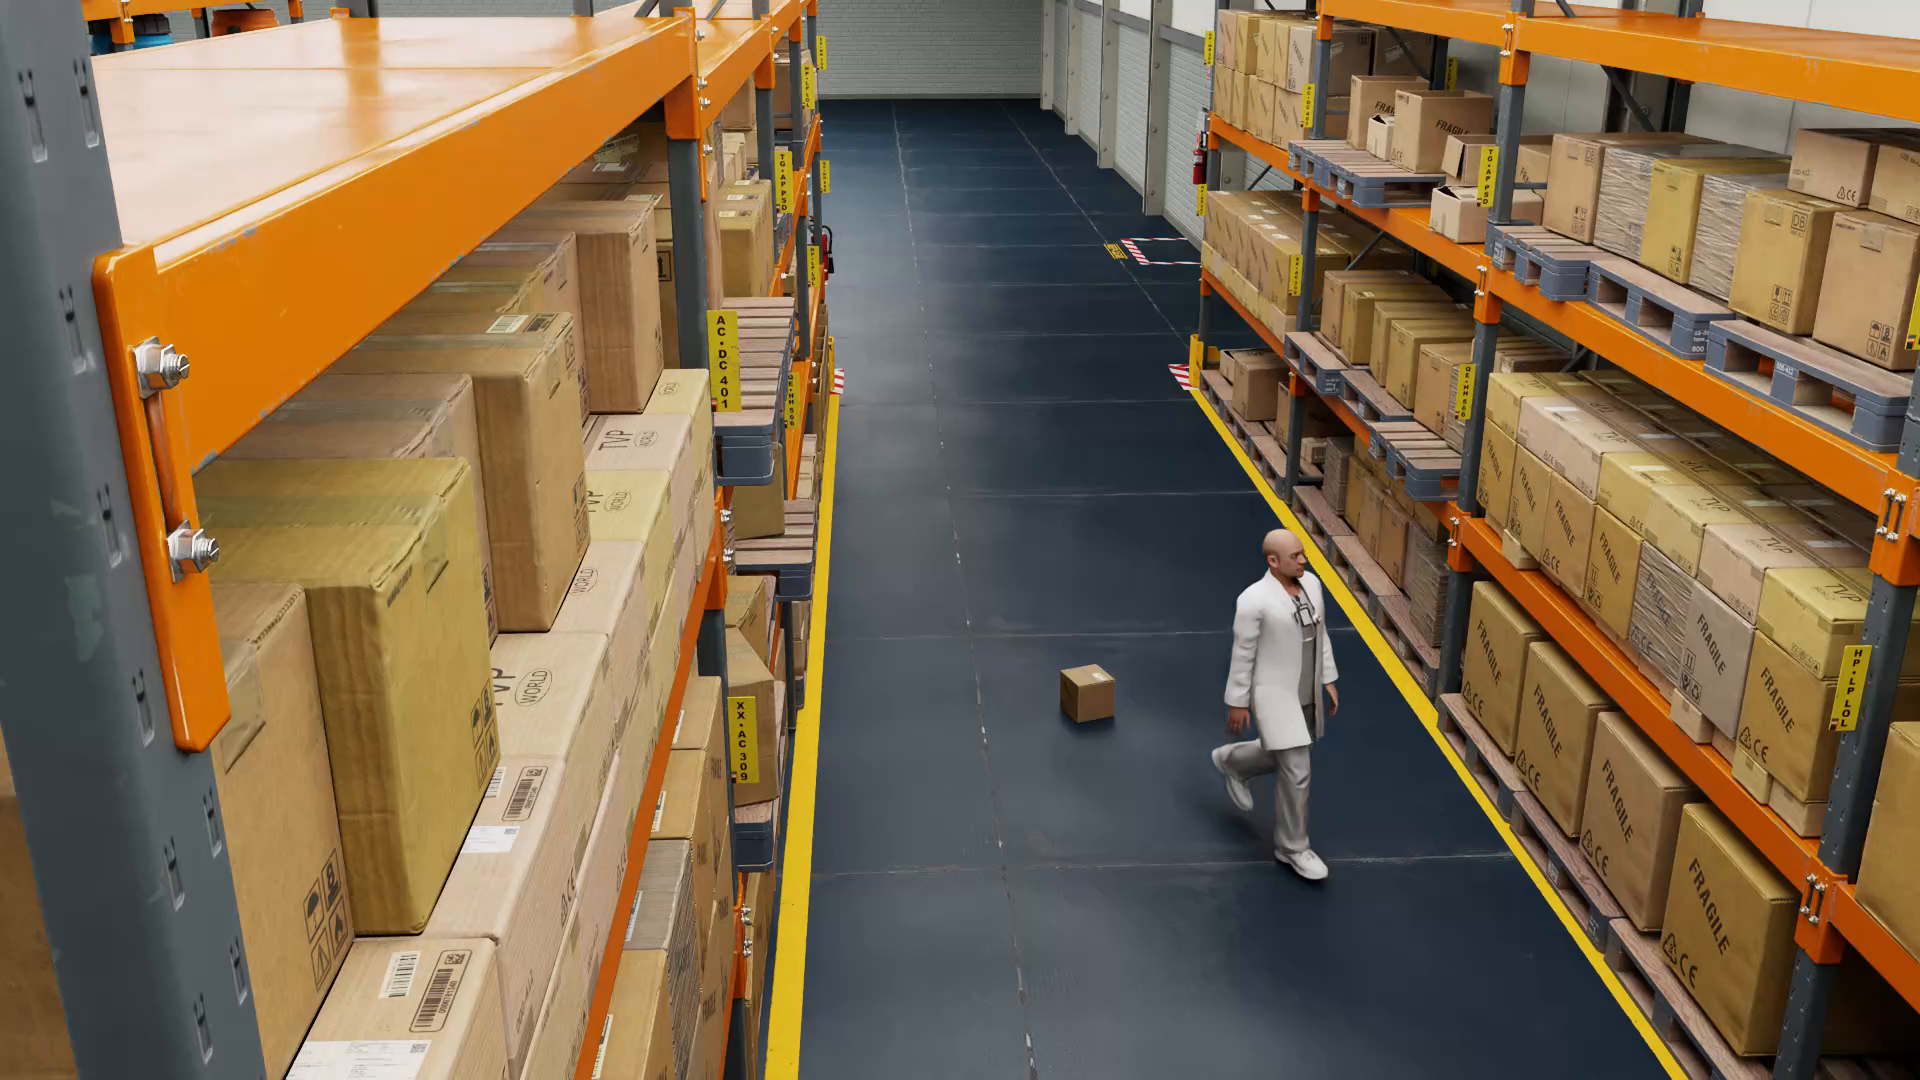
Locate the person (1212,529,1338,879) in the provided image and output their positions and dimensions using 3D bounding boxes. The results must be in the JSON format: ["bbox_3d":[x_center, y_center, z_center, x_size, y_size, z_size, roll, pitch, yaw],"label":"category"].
[{"bbox_3d":[1.629,0.761,8.491,0.614,1.737,0.977,-15,25,-35],"label":"person"}]
